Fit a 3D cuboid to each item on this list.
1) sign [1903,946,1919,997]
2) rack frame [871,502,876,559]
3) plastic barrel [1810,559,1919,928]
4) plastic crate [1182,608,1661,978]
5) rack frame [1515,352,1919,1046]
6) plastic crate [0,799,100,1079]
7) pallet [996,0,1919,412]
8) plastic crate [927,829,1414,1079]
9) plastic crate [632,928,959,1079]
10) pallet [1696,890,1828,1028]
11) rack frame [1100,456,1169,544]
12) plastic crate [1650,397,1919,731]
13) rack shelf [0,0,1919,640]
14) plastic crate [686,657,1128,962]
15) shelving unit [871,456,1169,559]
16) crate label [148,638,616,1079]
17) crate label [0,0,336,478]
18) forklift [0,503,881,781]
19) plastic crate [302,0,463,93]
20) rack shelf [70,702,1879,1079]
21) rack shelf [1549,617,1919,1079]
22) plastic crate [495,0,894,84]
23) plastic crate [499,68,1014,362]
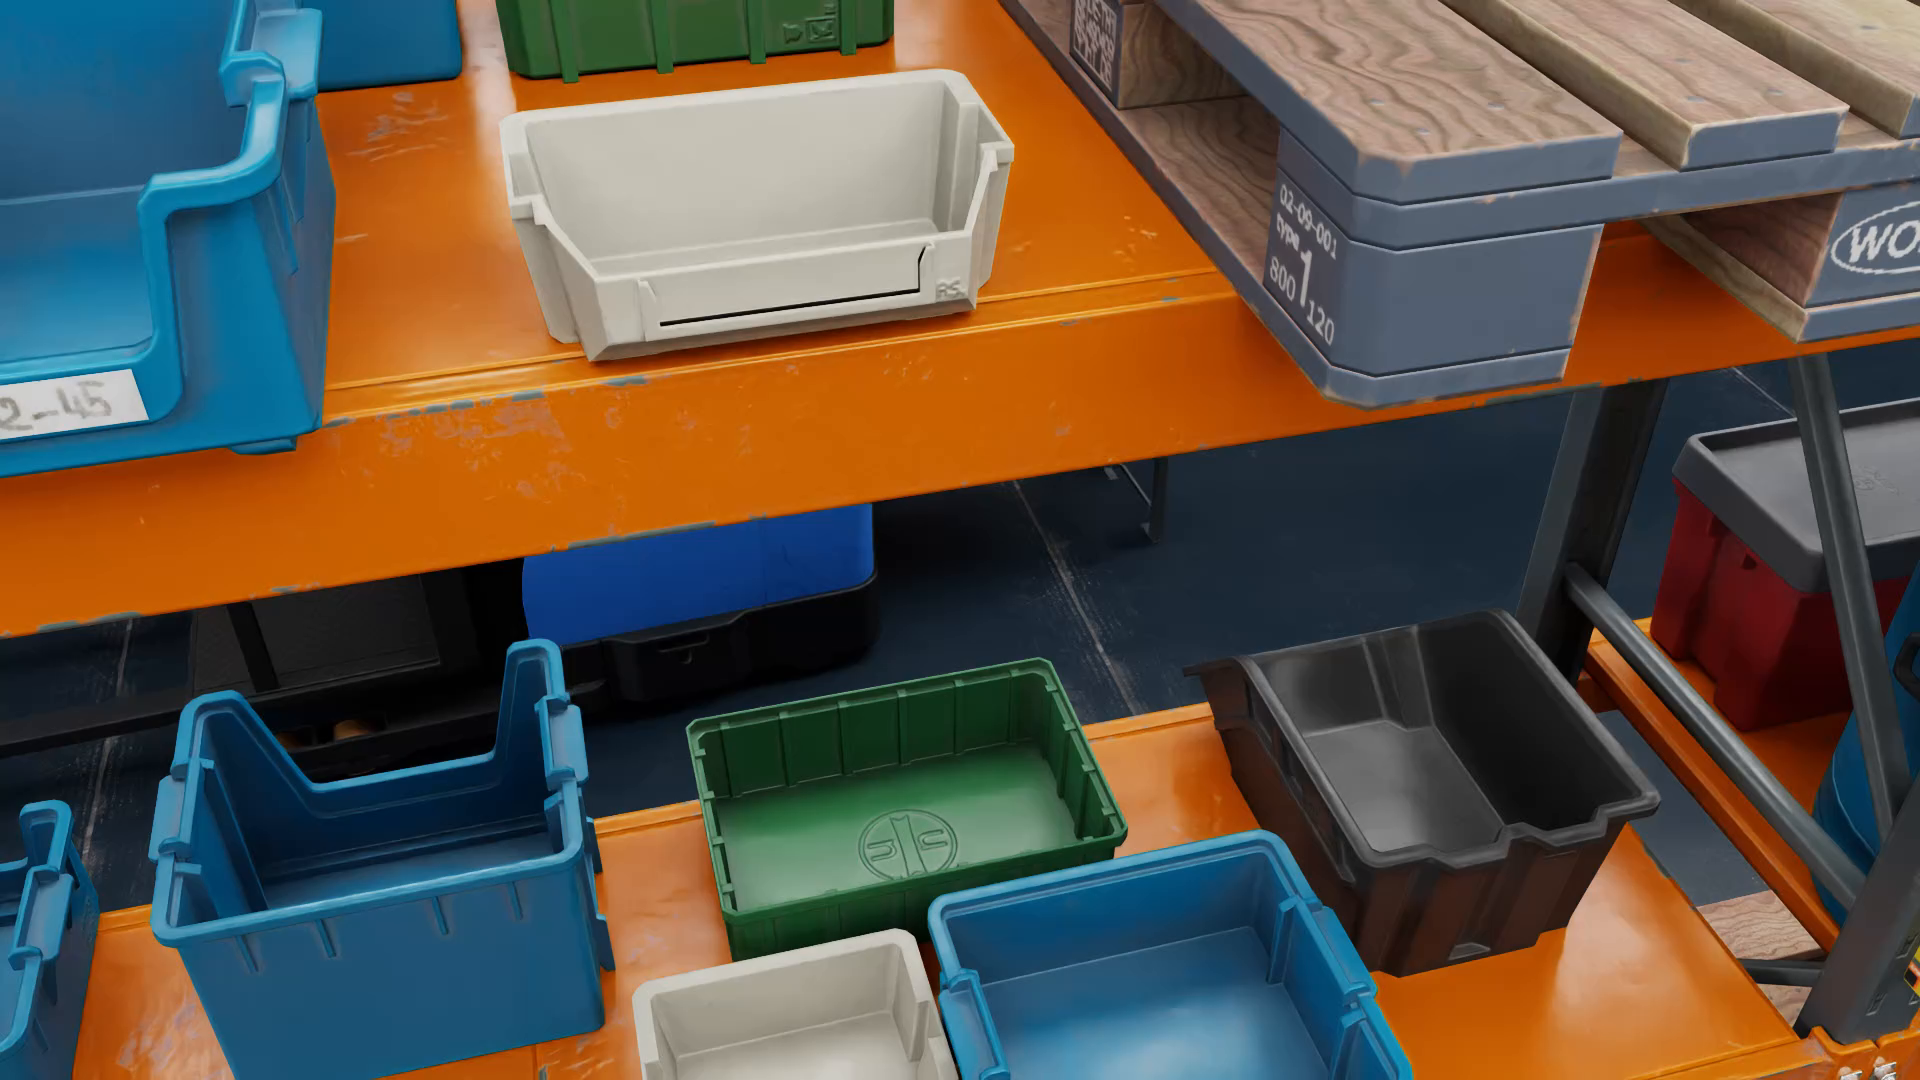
[{"bbox_3d":[1.416,0.550,2.335,0.005,0.325,0.100,-9,38,-12],"label":"sign"},{"bbox_3d":[-0.364,-0.538,5.219,0.032,1.500,0.500,-11,39,-14],"label":"rack frame"},{"bbox_3d":[1.735,0.253,2.538,0.708,0.901,0.600,-9,38,-12],"label":"plastic barrel"},{"bbox_3d":[0.745,0.368,2.851,0.504,0.338,0.767,-9,38,-12],"label":"plastic crate"},{"bbox_3d":[1.283,0.335,2.843,0.127,3.000,1.000,-9,38,-12],"label":"rack frame"},{"bbox_3d":[-1.545,0.674,2.523,0.408,0.251,0.499,-9,38,-12],"label":"plastic crate"},{"bbox_3d":[0.612,-0.609,1.765,1.003,0.211,1.213,-9,38,-12],"label":"pallet"},{"bbox_3d":[0.286,0.729,2.451,0.616,0.251,0.499,-9,38,-12],"label":"plastic crate"},{"bbox_3d":[-0.218,0.846,2.393,0.437,0.136,0.530,-9,38,-12],"label":"plastic crate"},{"bbox_3d":[2.031,1.296,3.882,1.213,0.211,1.003,-9,38,-12],"label":"pallet"},{"bbox_3d":[0.603,-0.729,5.469,0.032,1.500,0.500,-11,39,-14],"label":"rack frame"},{"bbox_3d":[1.671,0.054,3.158,0.583,0.464,0.402,-9,38,-12],"label":"plastic crate"},{"bbox_3d":[-0.648,-0.254,1.736,4.000,0.370,1.077,-9,38,-12],"label":"rack shelf"},{"bbox_3d":[-0.101,0.469,2.843,0.662,0.188,0.450,-9,38,-12],"label":"plastic crate"},{"bbox_3d":[0.120,-0.634,5.344,1.048,1.500,0.538,-11,39,-14],"label":"shelving unit"},{"bbox_3d":[-0.872,0.505,2.592,0.616,0.435,0.502,-9,38,-12],"label":"crate label"},{"bbox_3d":[-0.685,-0.266,1.283,0.408,0.251,0.502,-9,38,-12],"label":"crate label"},{"bbox_3d":[-1.827,-0.804,4.388,3.031,2.935,1.130,-11,39,-14],"label":"forklift"},{"bbox_3d":[-0.816,-0.695,1.734,0.575,0.384,0.392,-9,38,-12],"label":"plastic crate"},{"bbox_3d":[-0.648,0.938,2.647,4.000,0.370,1.077,-9,38,-12],"label":"rack shelf"},{"bbox_3d":[3.214,0.304,3.476,4.000,0.370,1.077,-9,38,-12],"label":"rack shelf"},{"bbox_3d":[-0.311,-0.682,1.878,0.450,0.188,0.336,-9,38,-12],"label":"plastic crate"},{"bbox_3d":[-0.161,-0.260,1.369,0.396,0.136,0.243,-9,38,-12],"label":"plastic crate"}]
